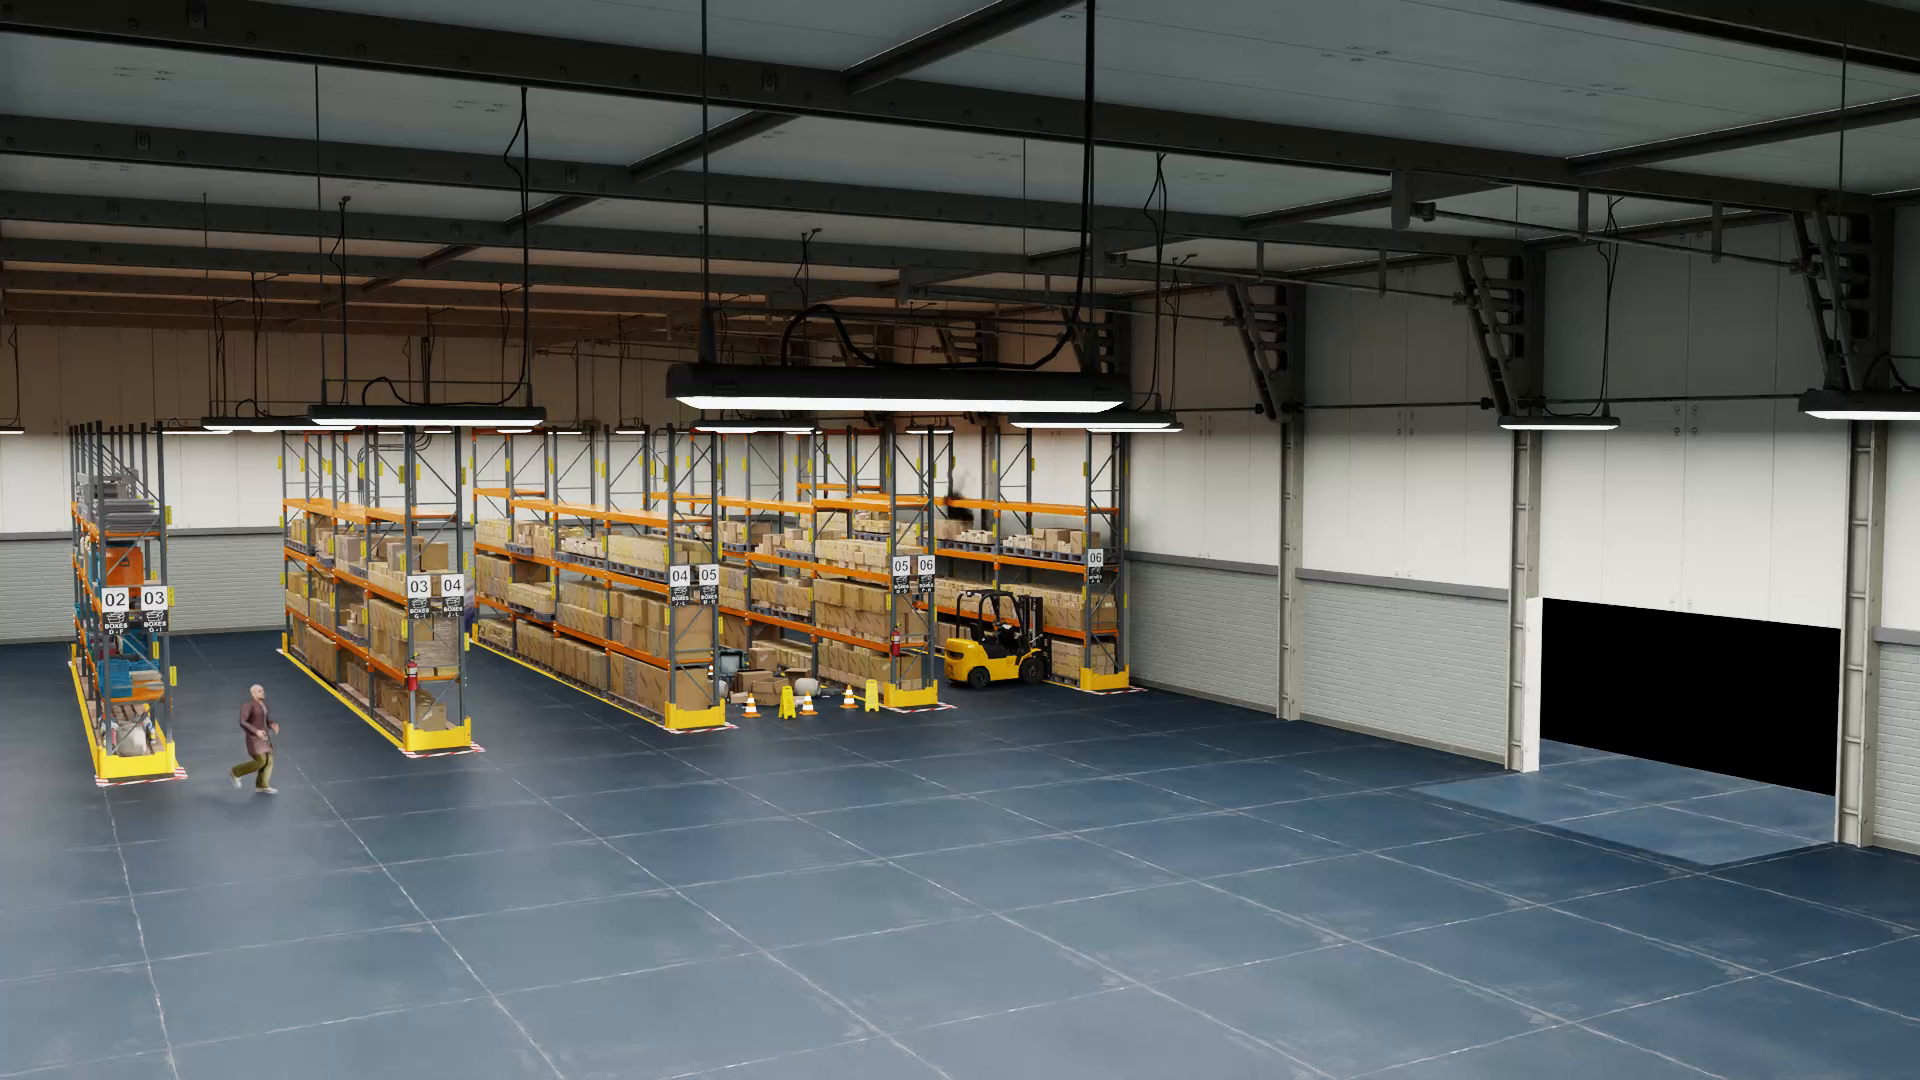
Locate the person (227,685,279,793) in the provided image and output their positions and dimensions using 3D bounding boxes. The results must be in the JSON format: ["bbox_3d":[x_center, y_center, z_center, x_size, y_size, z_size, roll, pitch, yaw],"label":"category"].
[{"bbox_3d":[-11.367,3.204,26.792,0.743,1.761,0.713,0,4,5],"label":"person"}]

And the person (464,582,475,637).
[{"bbox_3d":[-14.025,2.012,47.594,0.627,1.633,0.543,3,5,41],"label":"person"}]
